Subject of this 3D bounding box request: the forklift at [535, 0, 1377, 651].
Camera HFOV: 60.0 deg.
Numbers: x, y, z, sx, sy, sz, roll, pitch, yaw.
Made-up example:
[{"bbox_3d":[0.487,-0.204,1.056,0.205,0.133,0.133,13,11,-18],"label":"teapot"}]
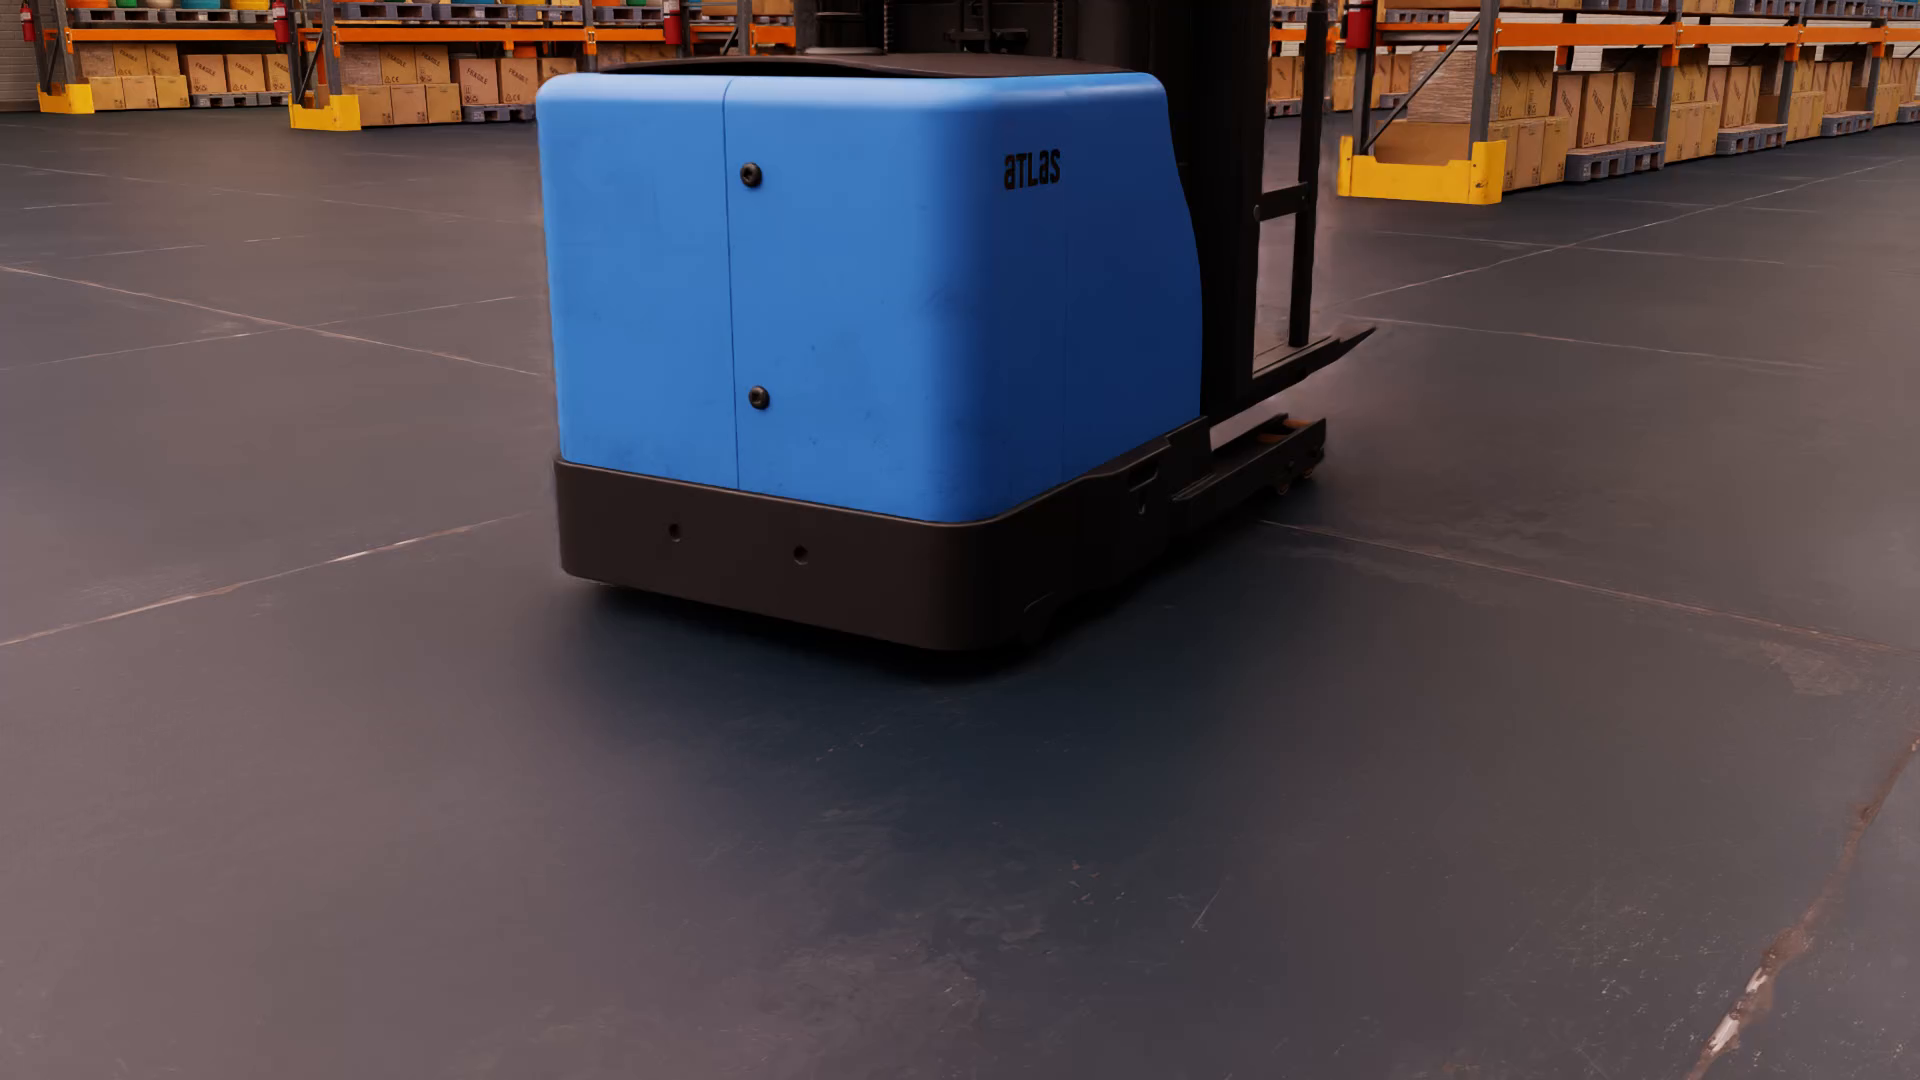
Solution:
[{"bbox_3d":[0.333,-1.576,4.086,1.130,2.935,3.031,10,19,29],"label":"forklift"}]
